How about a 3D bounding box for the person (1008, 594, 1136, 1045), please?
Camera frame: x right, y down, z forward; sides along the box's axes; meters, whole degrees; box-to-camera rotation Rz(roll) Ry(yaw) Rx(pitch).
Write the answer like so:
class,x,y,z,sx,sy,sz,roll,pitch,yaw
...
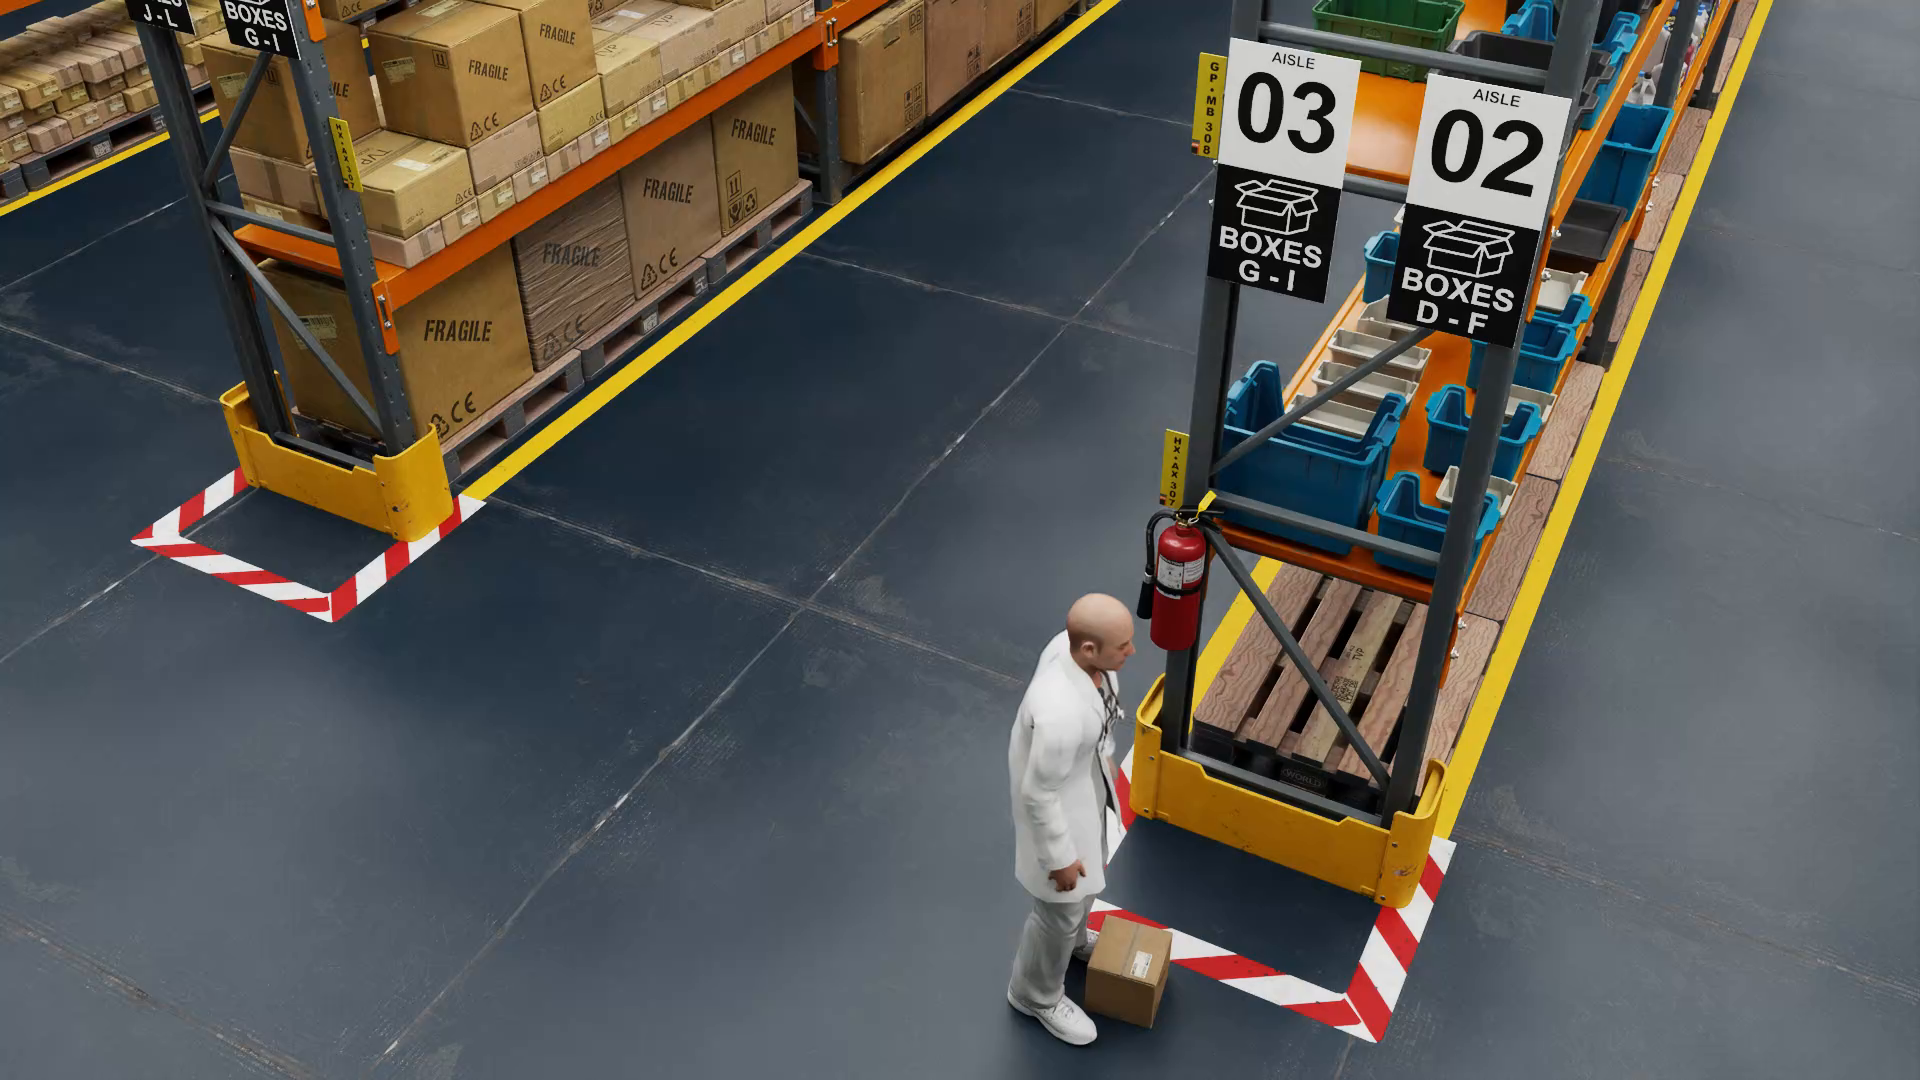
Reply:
class,x,y,z,sx,sy,sz,roll,pitch,yaw
person,0.378,0.889,5.602,0.417,1.775,0.656,12,39,15
